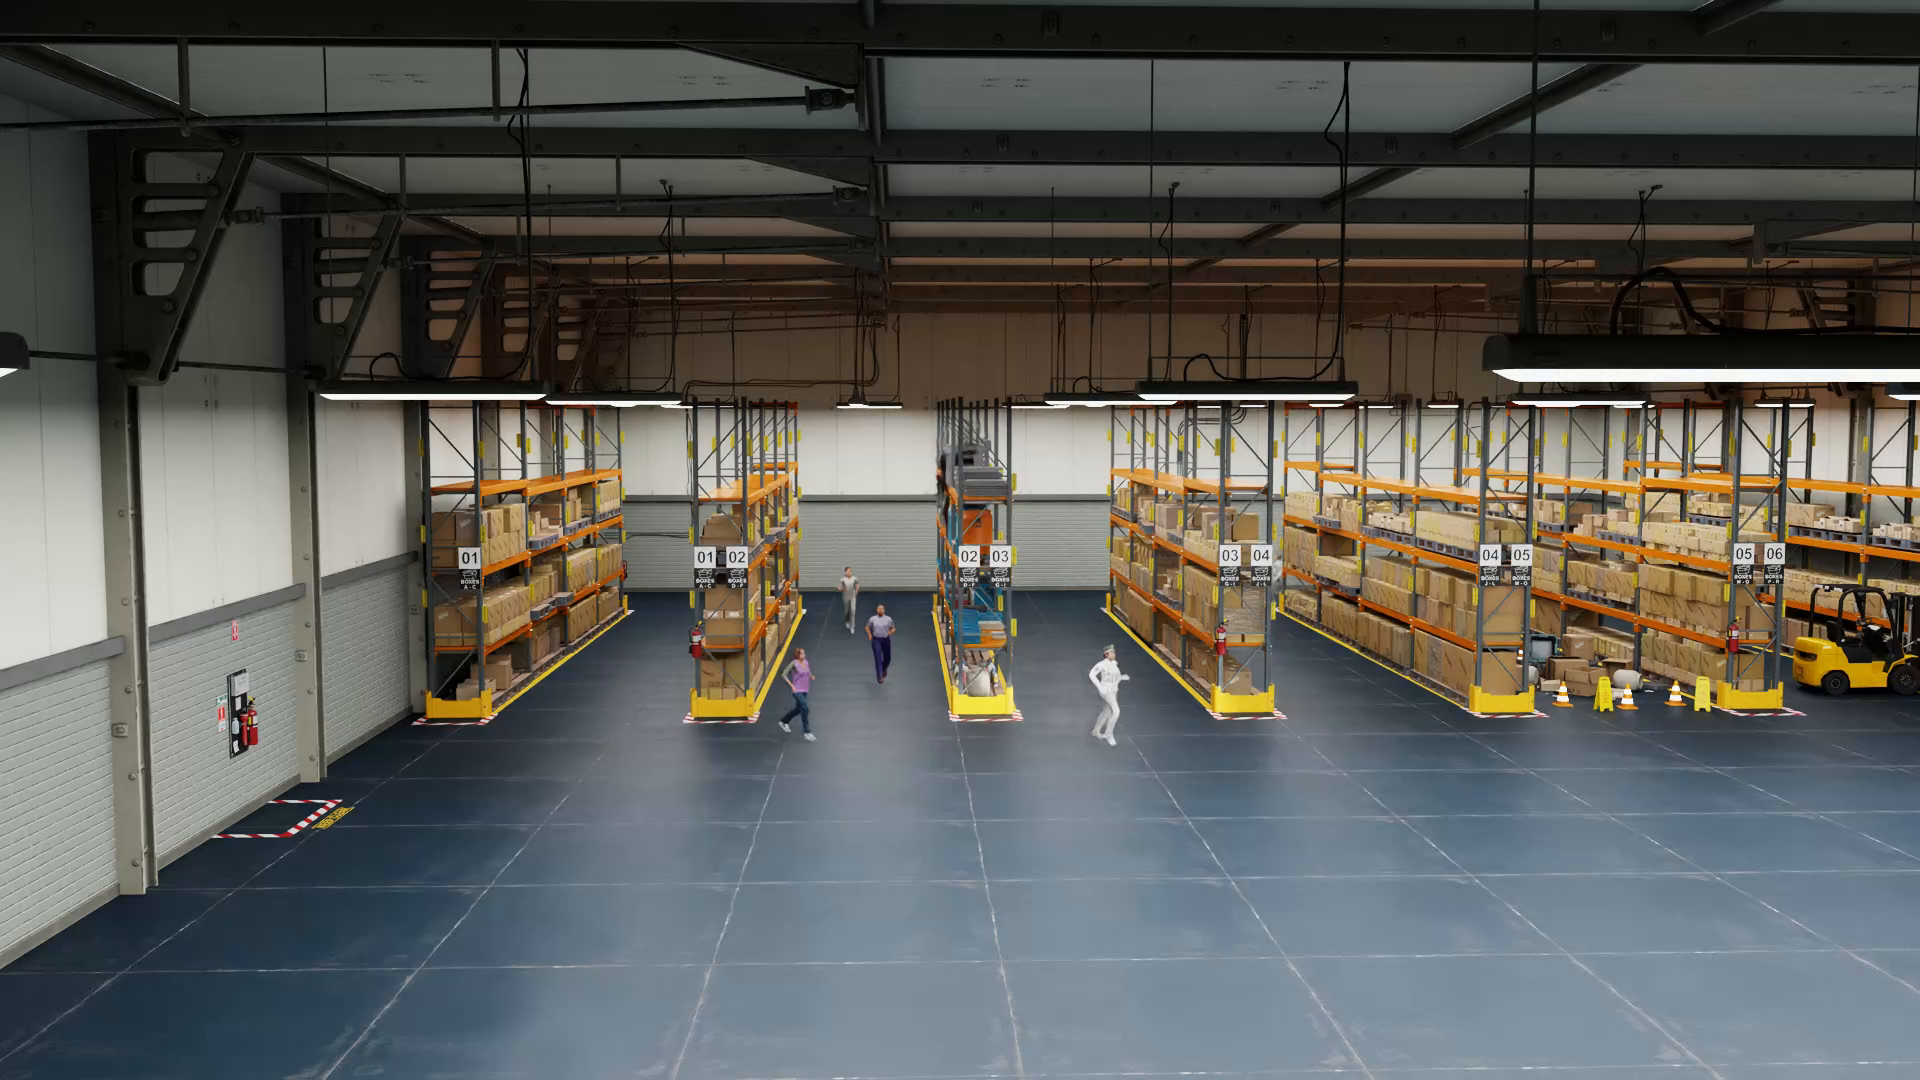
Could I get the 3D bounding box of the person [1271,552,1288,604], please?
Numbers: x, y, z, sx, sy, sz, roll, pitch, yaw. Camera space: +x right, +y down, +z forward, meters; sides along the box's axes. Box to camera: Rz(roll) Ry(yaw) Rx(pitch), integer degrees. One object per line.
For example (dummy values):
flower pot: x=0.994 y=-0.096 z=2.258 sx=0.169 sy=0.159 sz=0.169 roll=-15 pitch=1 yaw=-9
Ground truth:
person: x=9.422 y=1.162 z=48.979 sx=0.603 sy=1.619 sz=0.693 roll=0 pitch=4 yaw=-4

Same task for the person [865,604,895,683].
person: x=-1.659 y=2.146 z=34.735 sx=0.620 sy=1.608 sz=0.813 roll=-1 pitch=4 yaw=-11

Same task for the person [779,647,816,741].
person: x=-2.829 y=2.673 z=29.141 sx=0.820 sy=1.613 sz=0.524 roll=3 pitch=5 yaw=33

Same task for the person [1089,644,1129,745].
person: x=2.581 y=2.662 z=28.750 sx=0.700 sy=1.743 sz=0.602 roll=3 pitch=5 yaw=36

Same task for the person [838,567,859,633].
person: x=-2.891 y=1.537 z=43.267 sx=0.566 sy=1.684 sz=0.956 roll=-1 pitch=4 yaw=-8
